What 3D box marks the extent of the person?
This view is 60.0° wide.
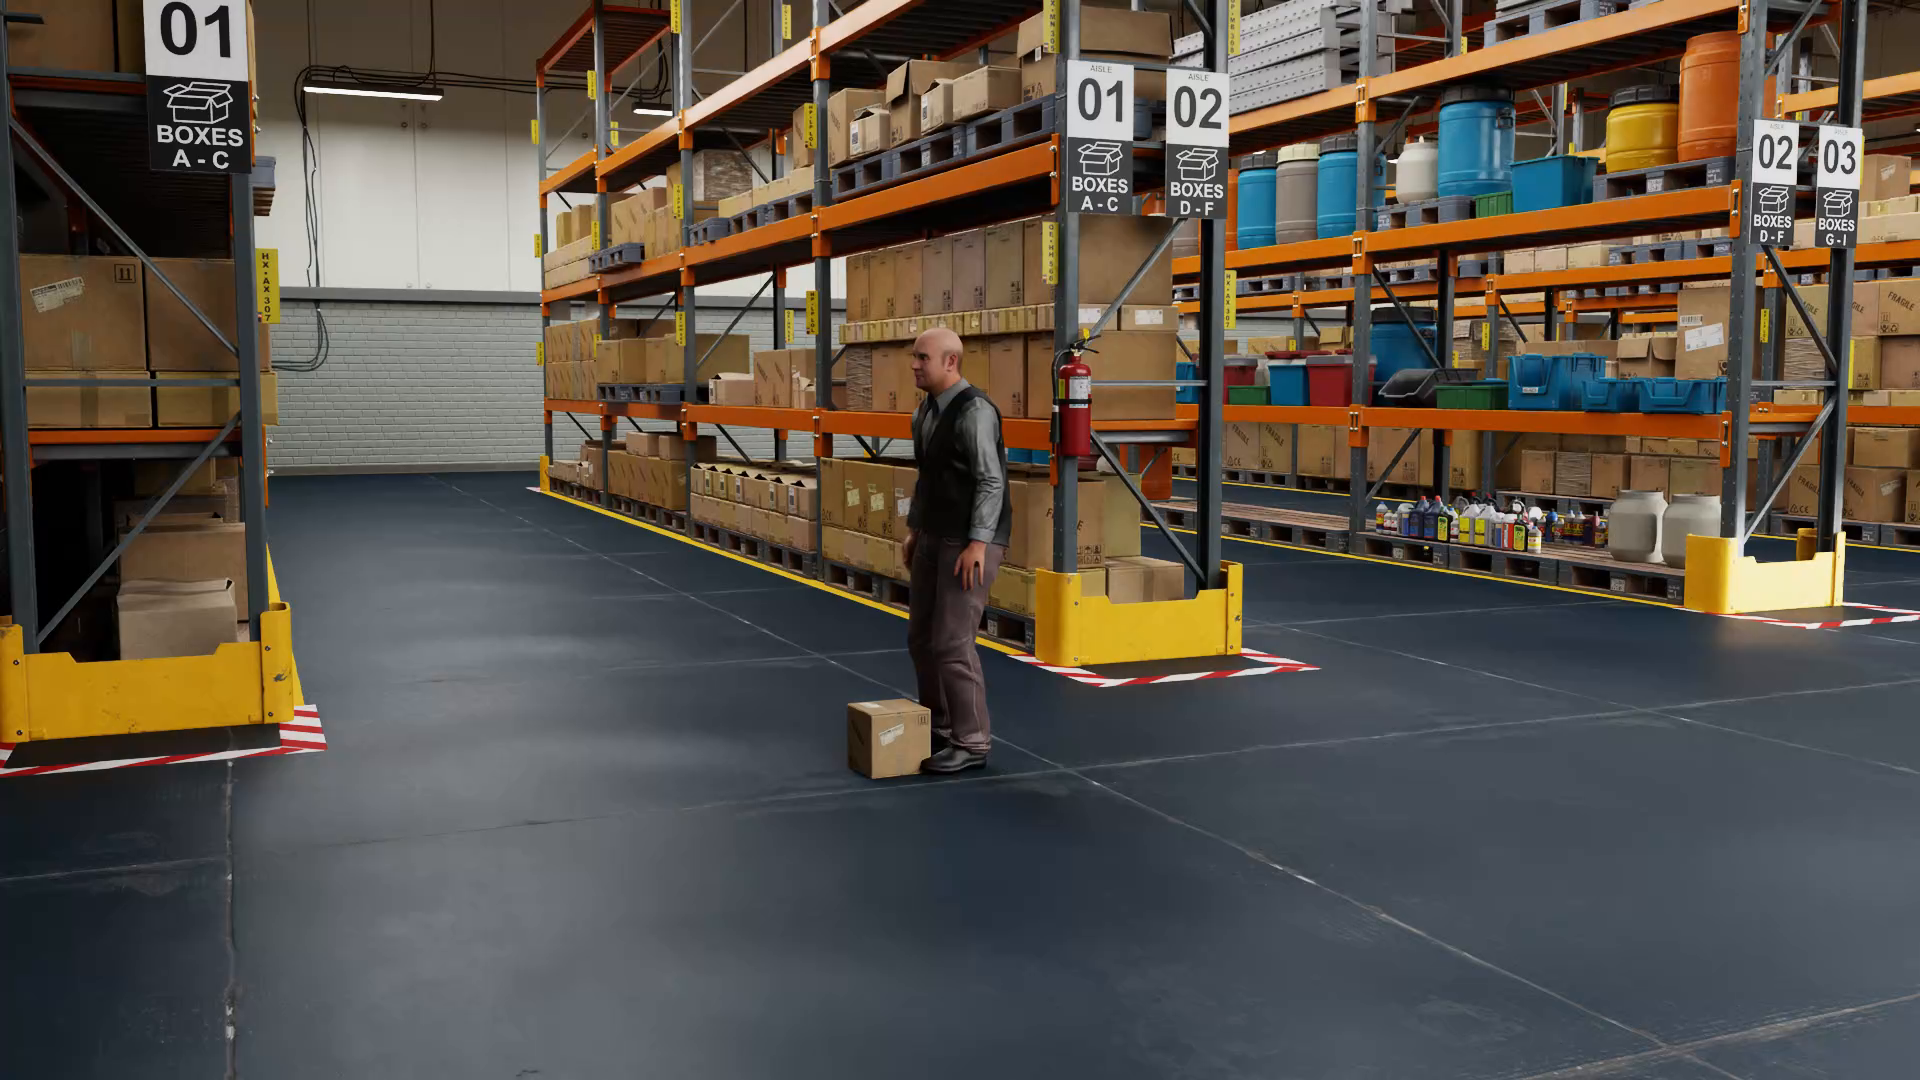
[{"bbox_3d":[-0.023,0.031,6.546,0.418,1.721,0.594,-3,6,-27],"label":"person"}]
